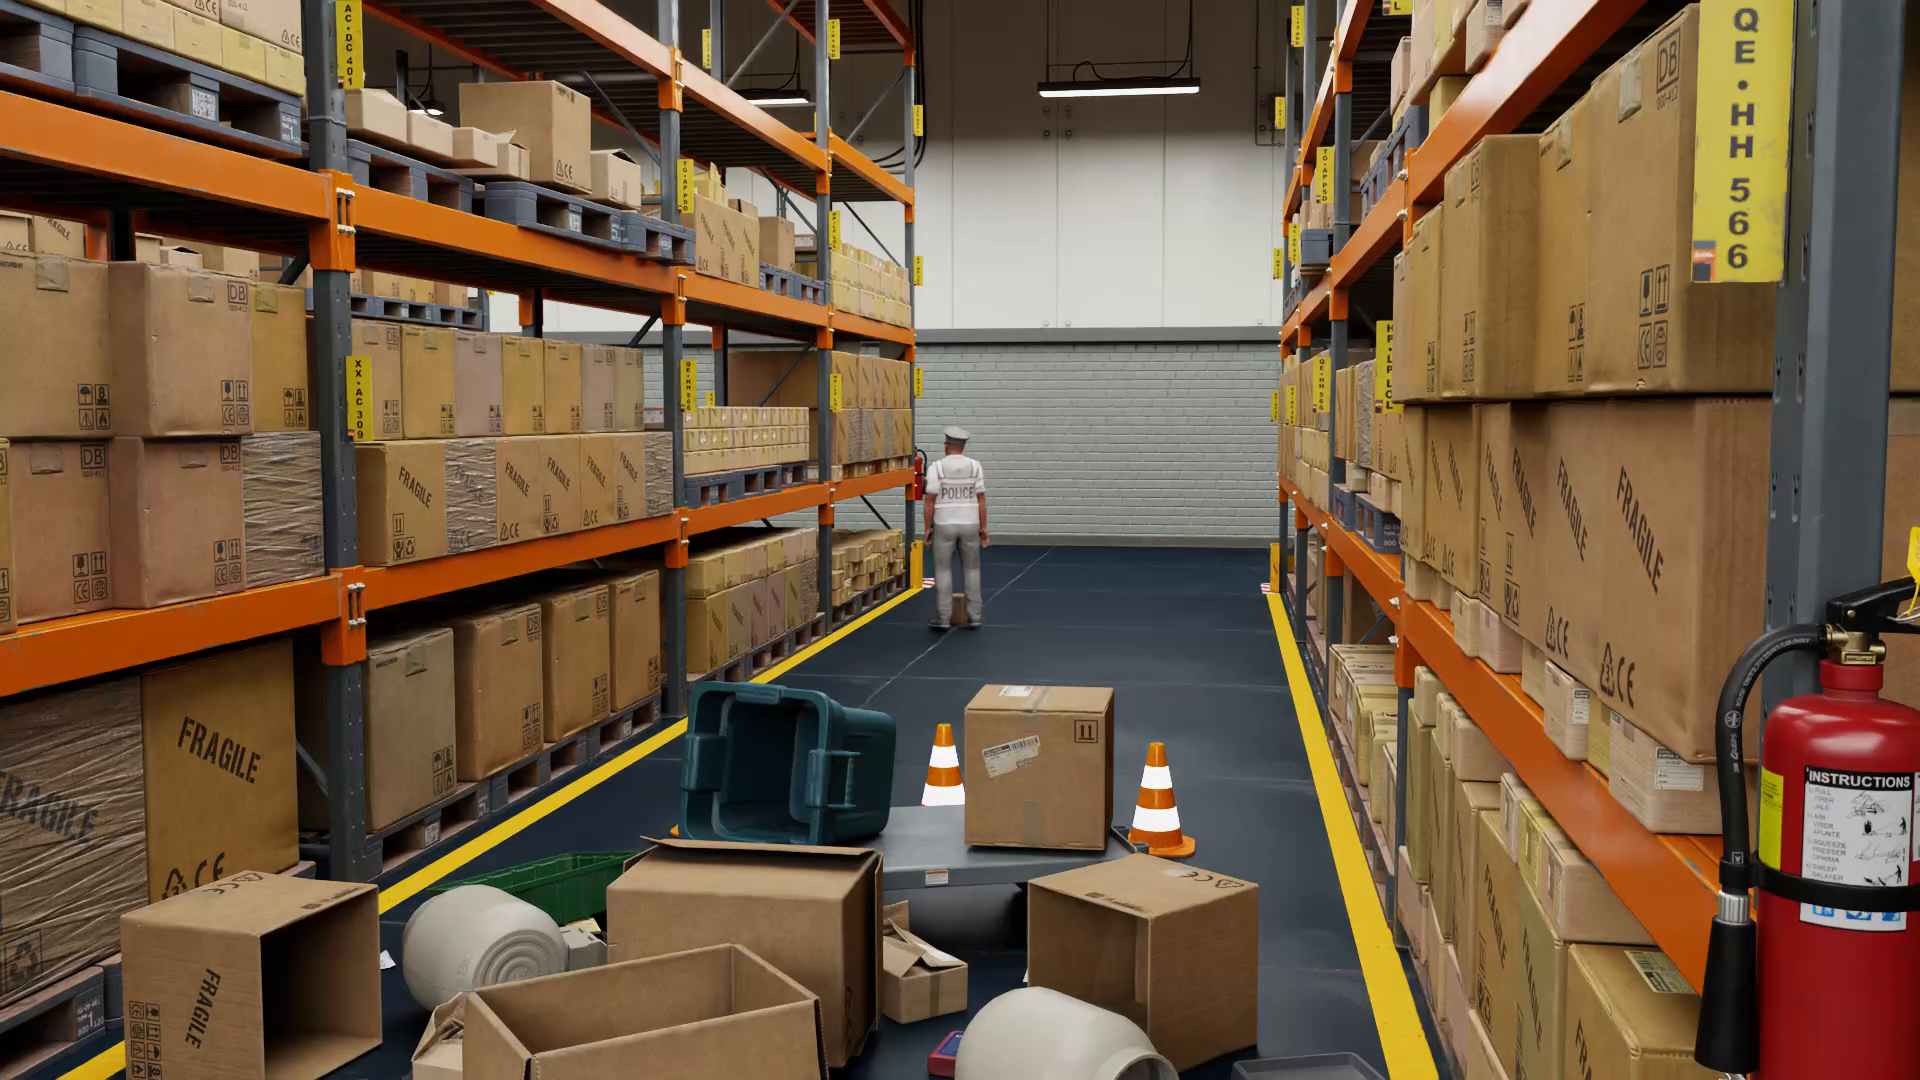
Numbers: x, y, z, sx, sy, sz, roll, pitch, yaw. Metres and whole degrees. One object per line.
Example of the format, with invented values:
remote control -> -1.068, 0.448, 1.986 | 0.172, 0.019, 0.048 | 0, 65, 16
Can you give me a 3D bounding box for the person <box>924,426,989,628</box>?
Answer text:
person -> -0.036, -0.110, 14.656 | 0.588, 1.766, 0.402 | -1, 5, -11
